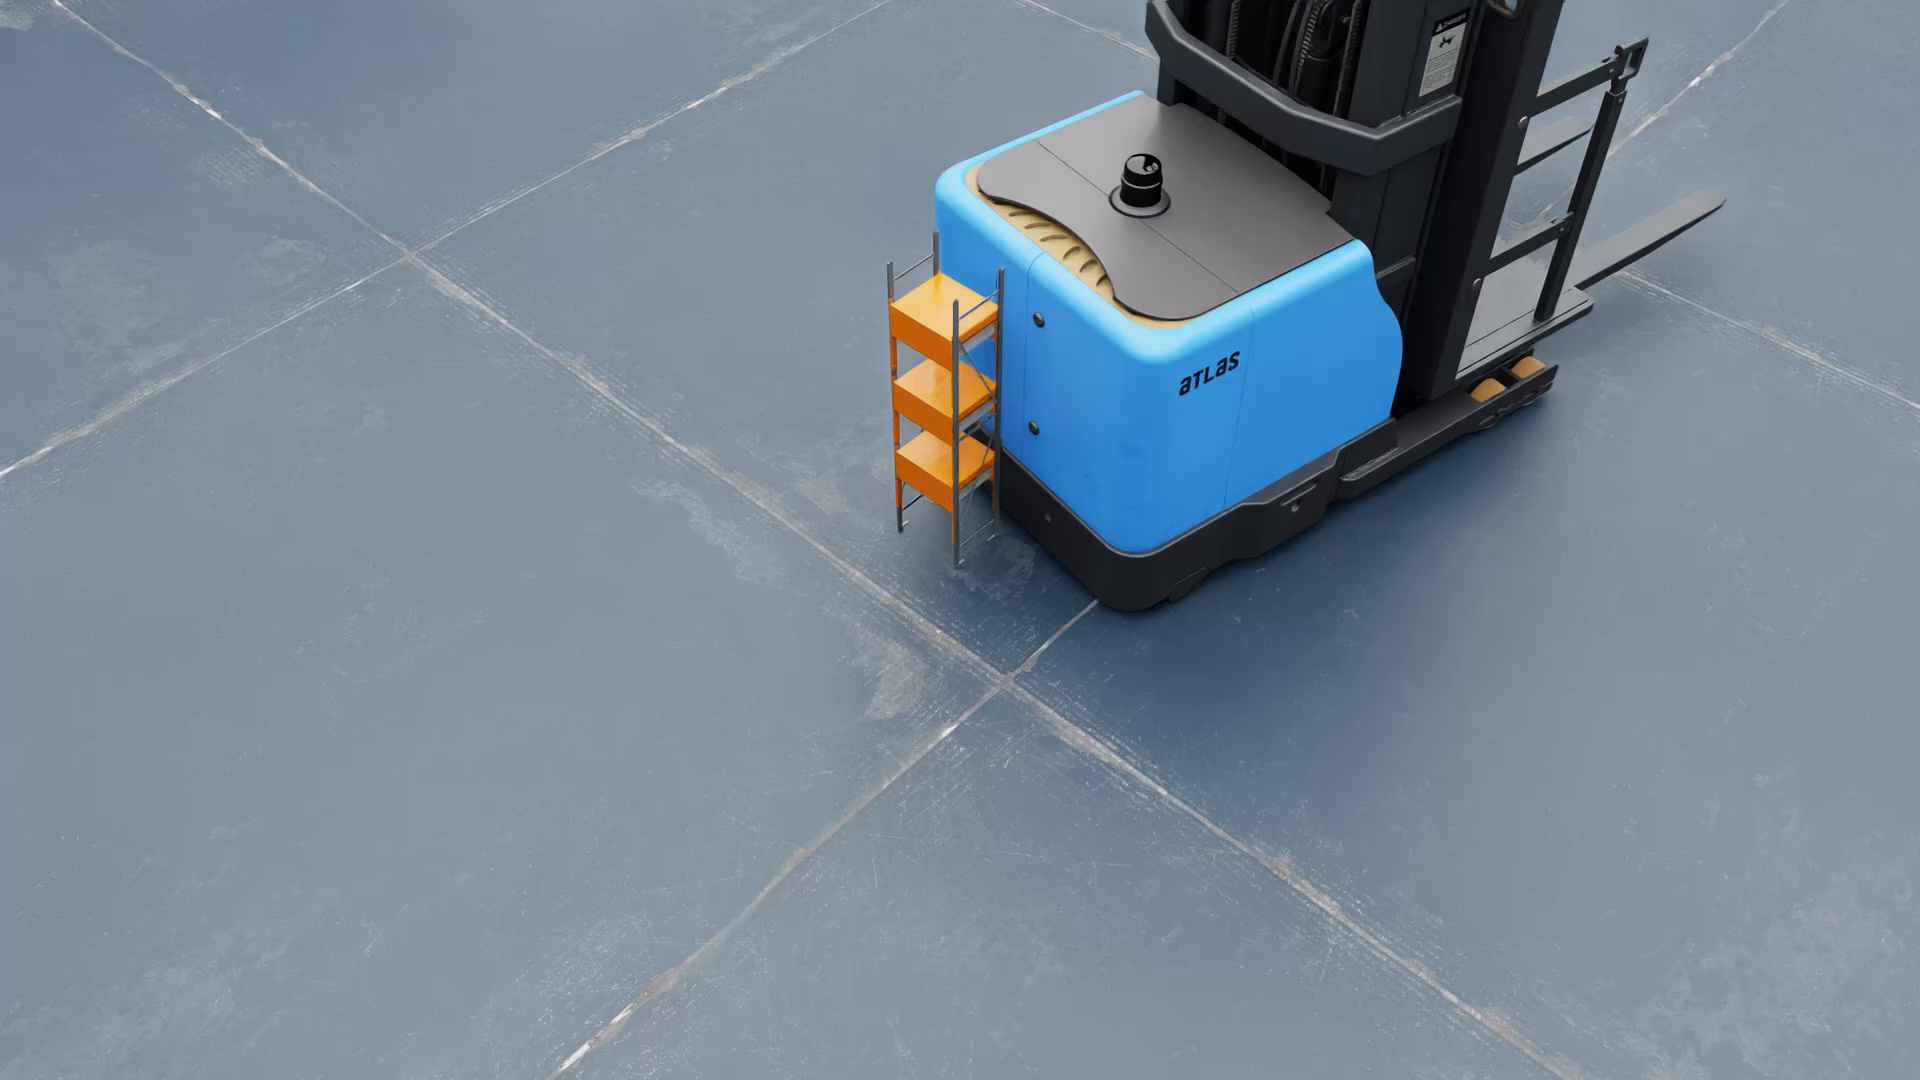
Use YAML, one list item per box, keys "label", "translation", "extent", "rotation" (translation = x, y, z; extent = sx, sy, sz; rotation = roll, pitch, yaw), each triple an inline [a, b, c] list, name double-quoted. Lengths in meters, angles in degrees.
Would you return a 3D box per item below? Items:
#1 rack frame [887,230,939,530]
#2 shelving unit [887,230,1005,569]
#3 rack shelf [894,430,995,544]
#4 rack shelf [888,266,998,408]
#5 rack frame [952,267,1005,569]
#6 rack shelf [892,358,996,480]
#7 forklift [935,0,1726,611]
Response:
- label: "rack frame"
  translation: [-0.129, -0.446, 4.949]
  extent: [0.008, 1.050, 0.200]
  rotation: [34, 55, 28]
- label: "shelving unit"
  translation: [-0.039, -0.386, 4.892]
  extent: [0.252, 1.050, 0.215]
  rotation: [34, 55, 28]
- label: "rack shelf"
  translation: [-0.039, -0.188, 5.102]
  extent: [0.240, 0.259, 0.215]
  rotation: [34, 55, 28]
- label: "rack shelf"
  translation: [-0.039, -0.573, 4.693]
  extent: [0.240, 0.259, 0.215]
  rotation: [34, 55, 28]
- label: "rack frame"
  translation: [0.050, -0.325, 4.835]
  extent: [0.008, 1.050, 0.200]
  rotation: [34, 55, 28]
- label: "rack shelf"
  translation: [-0.039, -0.379, 4.900]
  extent: [0.240, 0.259, 0.215]
  rotation: [34, 55, 28]
- label: "forklift"
  translation: [1.405, -1.666, 4.804]
  extent: [3.031, 2.935, 1.130]
  rotation: [-28, 53, -24]
